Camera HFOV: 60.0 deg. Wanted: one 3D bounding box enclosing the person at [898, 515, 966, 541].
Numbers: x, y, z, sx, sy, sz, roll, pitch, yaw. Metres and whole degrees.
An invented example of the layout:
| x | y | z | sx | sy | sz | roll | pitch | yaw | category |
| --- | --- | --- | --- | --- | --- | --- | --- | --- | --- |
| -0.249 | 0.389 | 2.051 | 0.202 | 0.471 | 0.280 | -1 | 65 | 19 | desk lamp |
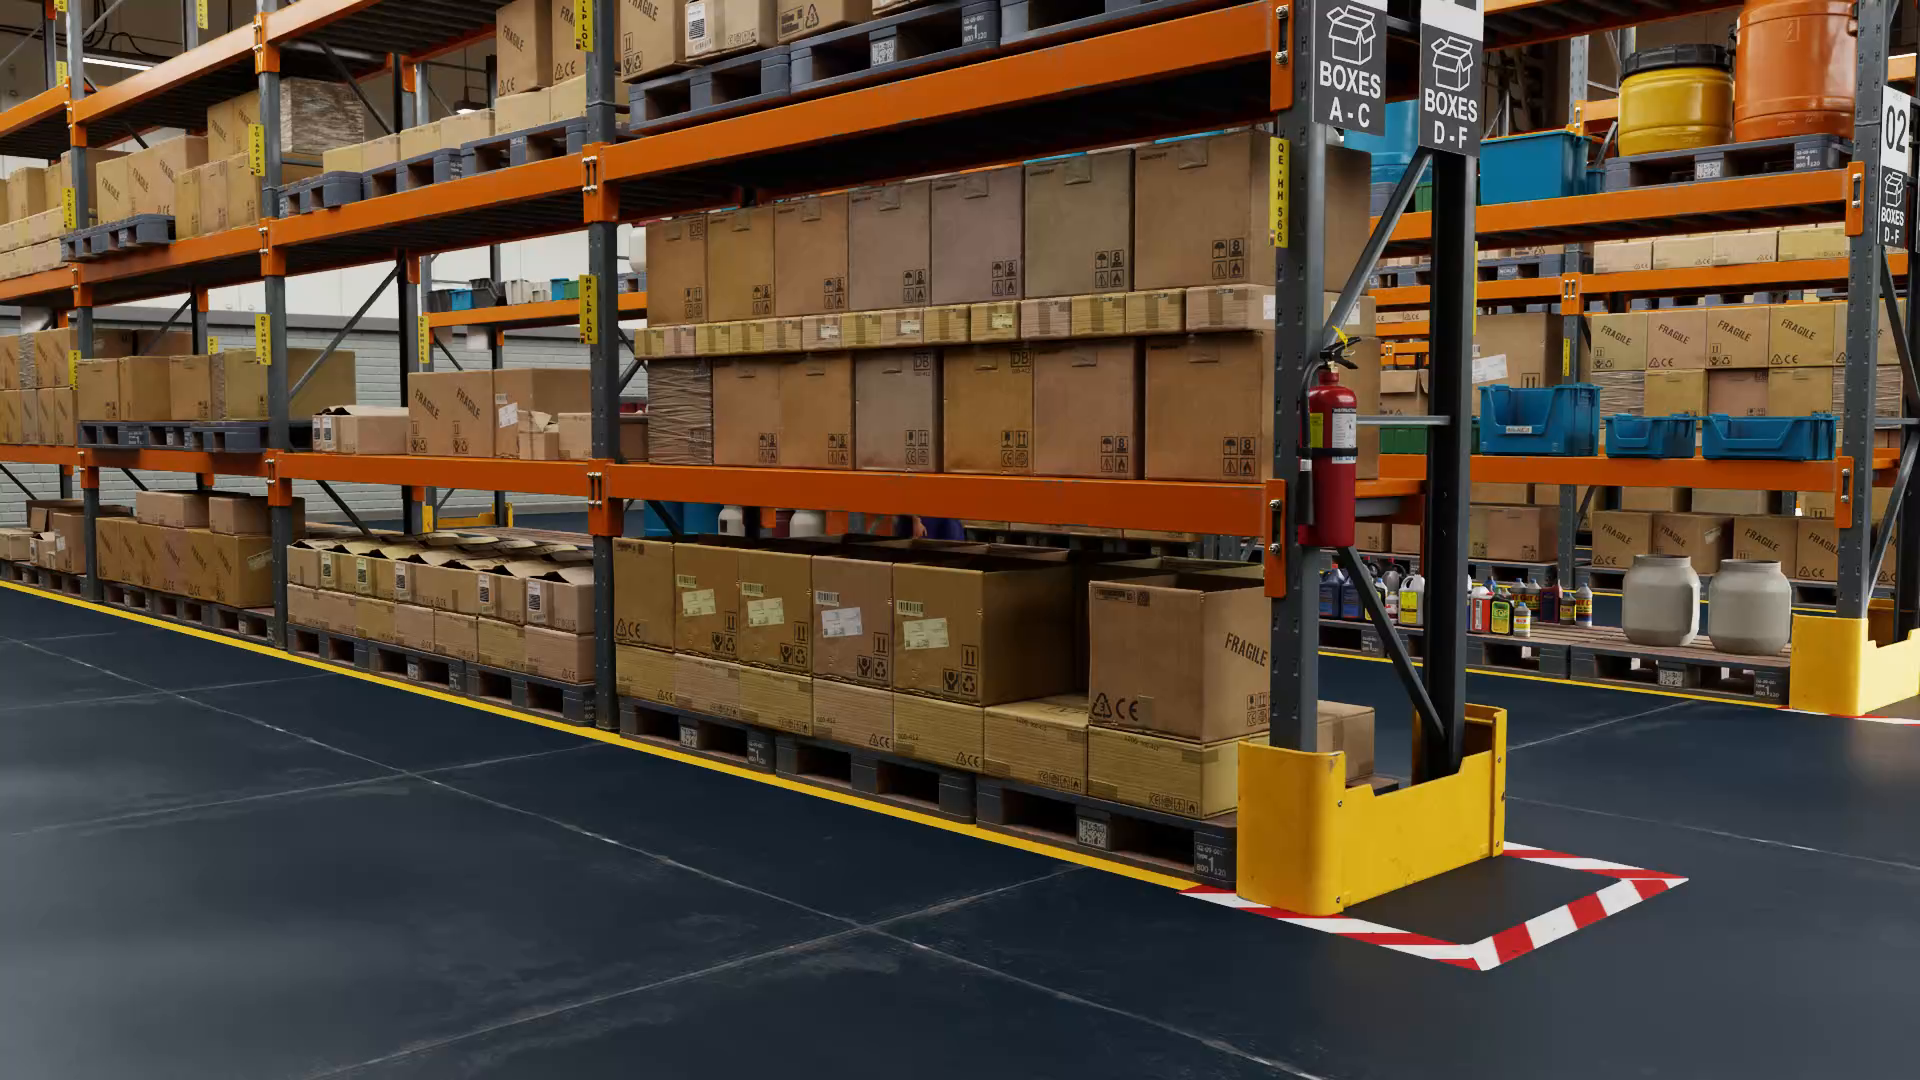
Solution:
| x | y | z | sx | sy | sz | roll | pitch | yaw | category |
| --- | --- | --- | --- | --- | --- | --- | --- | --- | --- |
| -0.224 | -0.106 | 11.336 | 0.501 | 1.683 | 0.512 | 3 | 5 | 39 | person |
